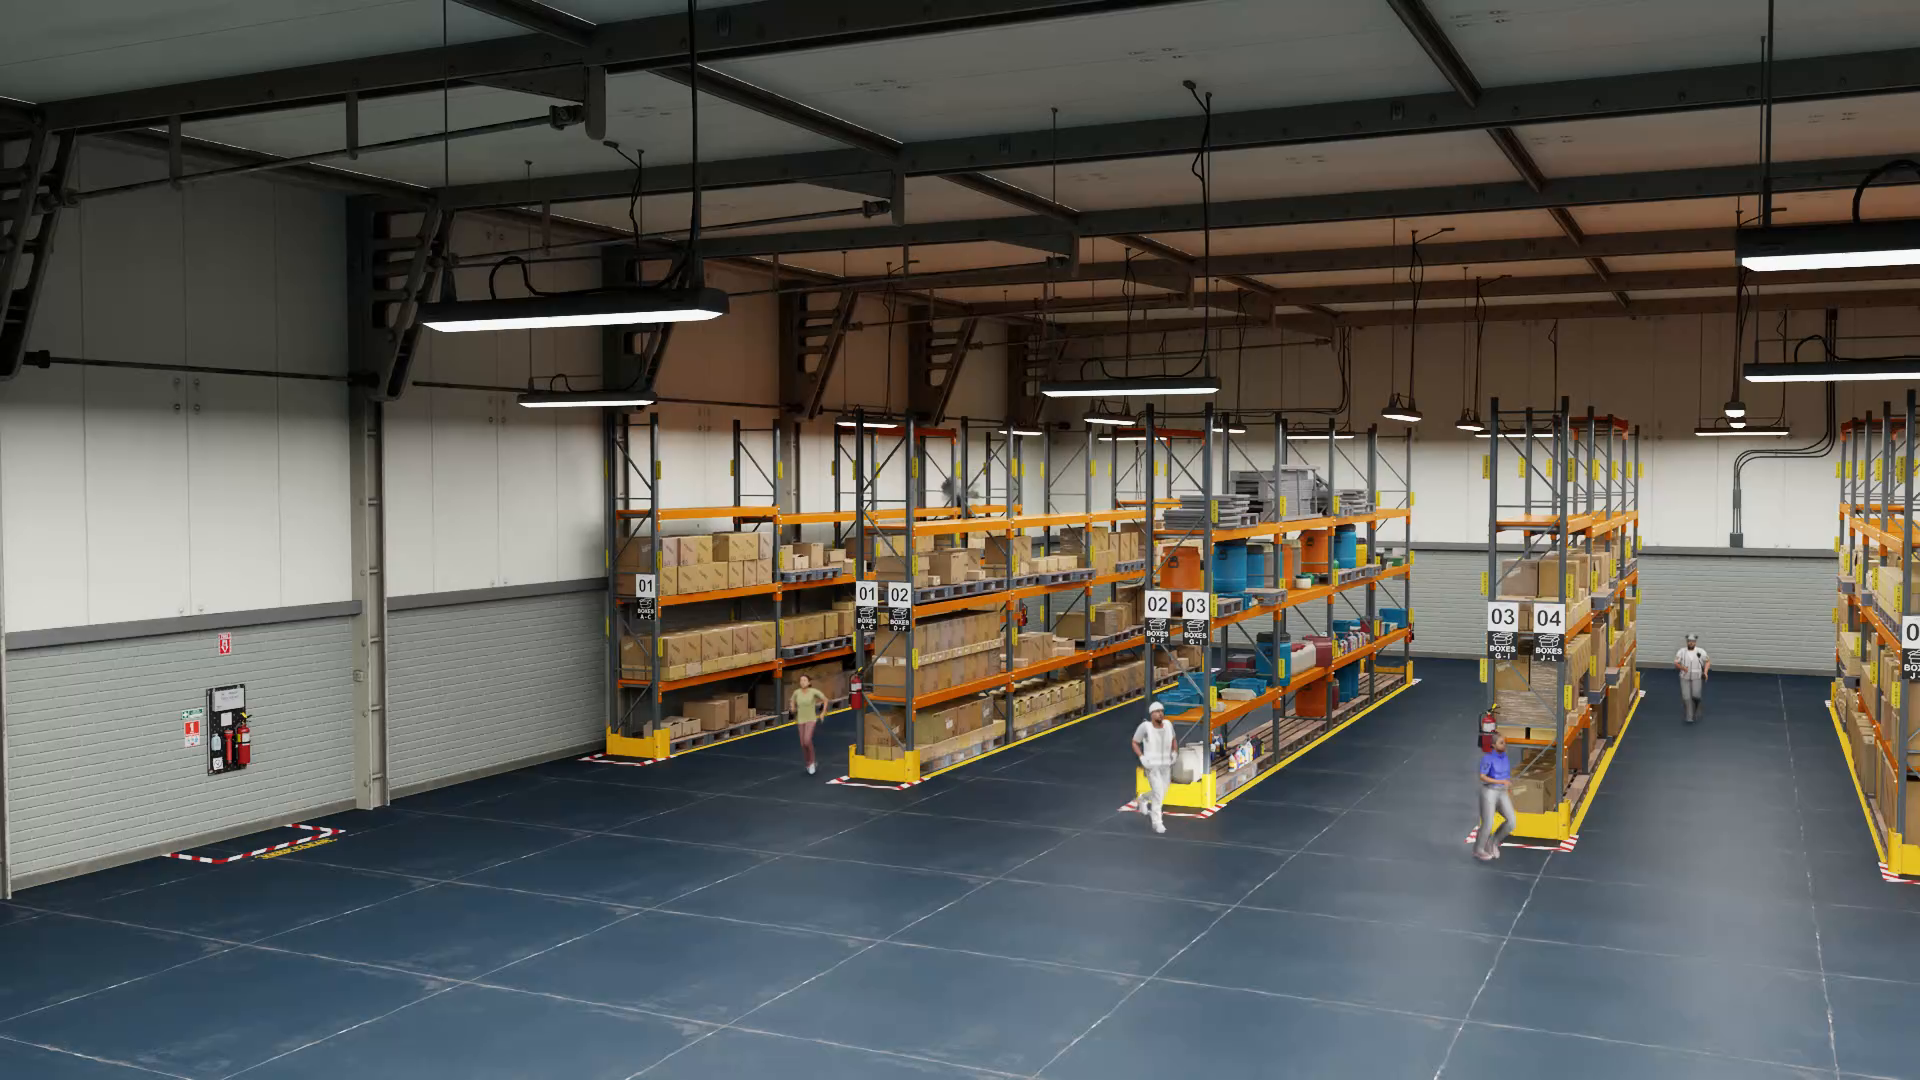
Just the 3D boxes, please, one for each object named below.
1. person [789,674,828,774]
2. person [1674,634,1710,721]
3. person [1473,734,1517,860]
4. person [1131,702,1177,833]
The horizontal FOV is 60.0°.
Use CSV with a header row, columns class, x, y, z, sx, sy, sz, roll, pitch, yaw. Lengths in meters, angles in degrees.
class,x,y,z,sx,sy,sz,roll,pitch,yaw
person,-2.532,3.019,27.447,0.608,1.641,0.706,1,3,19
person,14.537,2.737,33.045,0.652,1.743,0.602,1,3,27
person,6.905,3.295,21.276,0.608,1.626,0.629,-1,3,-23
person,2.720,3.145,23.310,0.696,1.782,0.774,-1,3,-26
